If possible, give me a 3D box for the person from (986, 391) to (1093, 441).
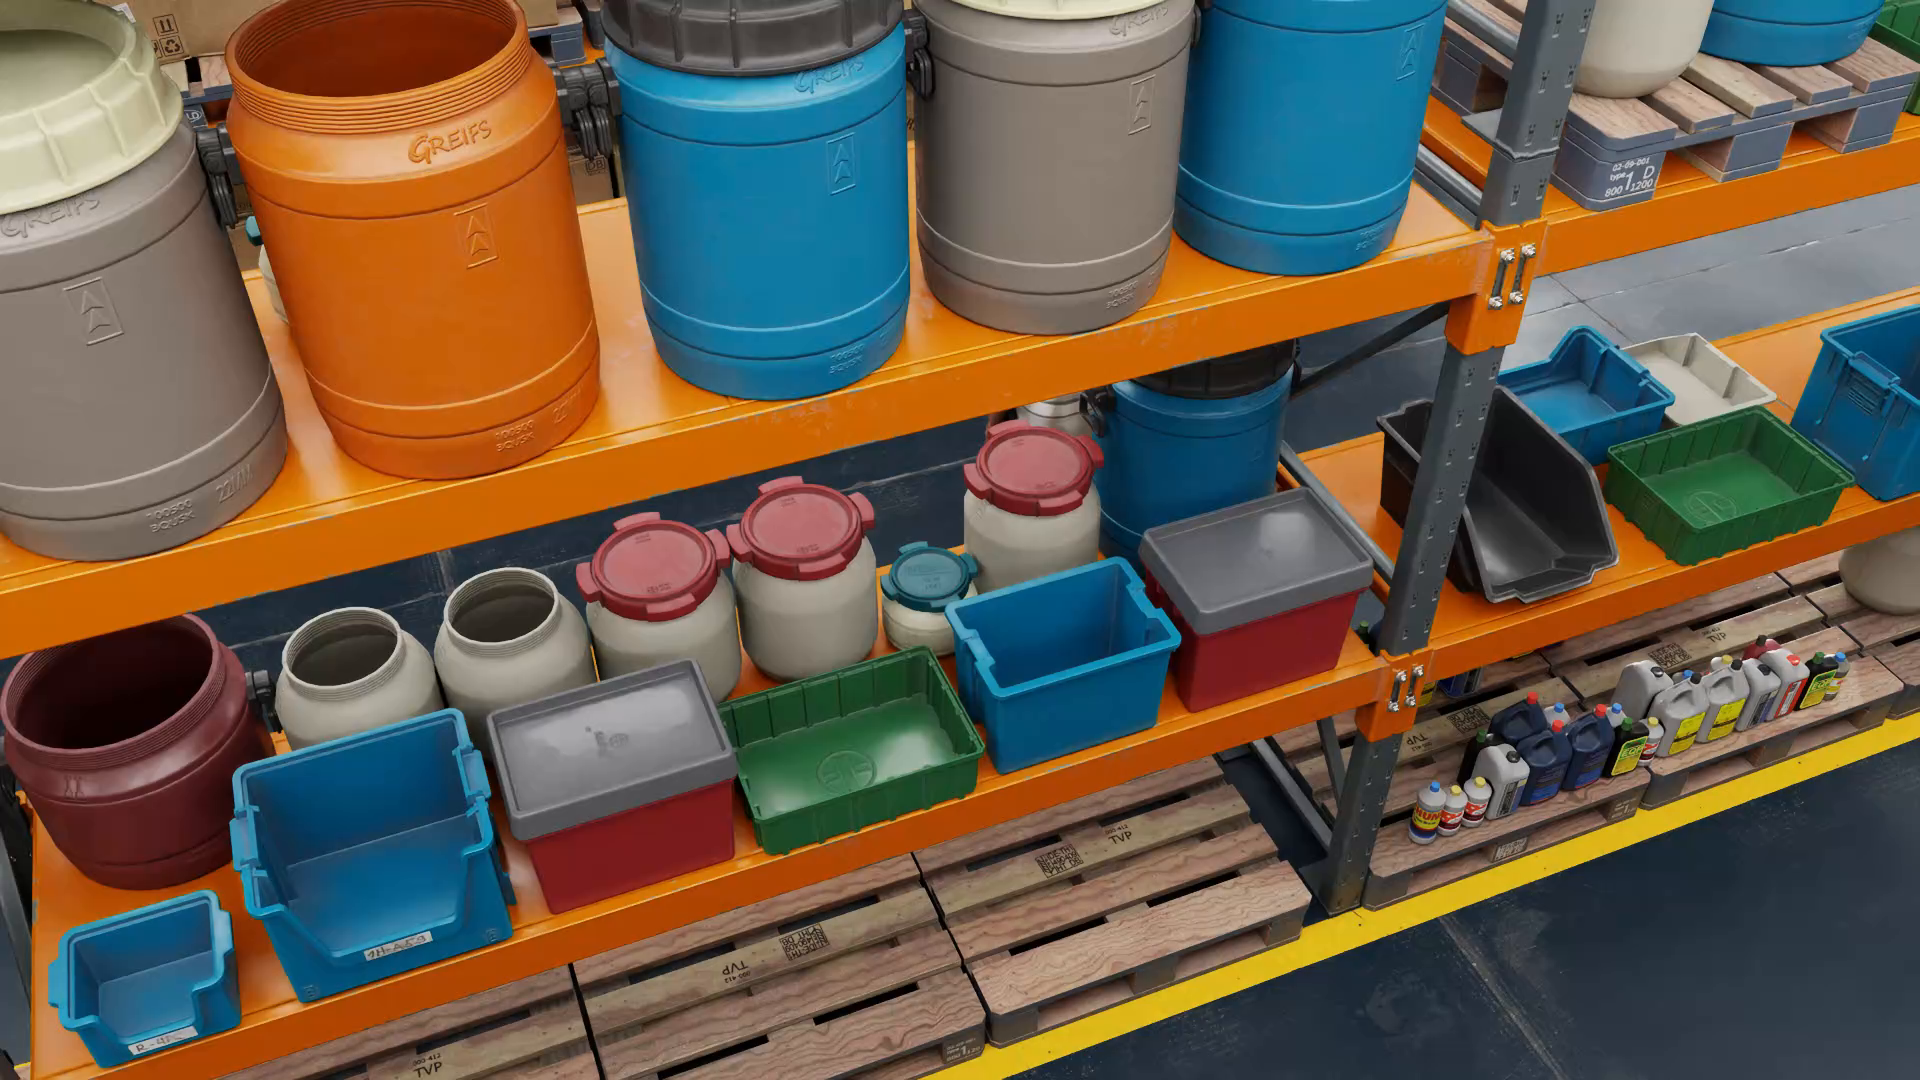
[{"bbox_3d":[0.392,-0.513,6.733,0.584,1.748,0.433,-15,44,-17],"label":"person"}]
